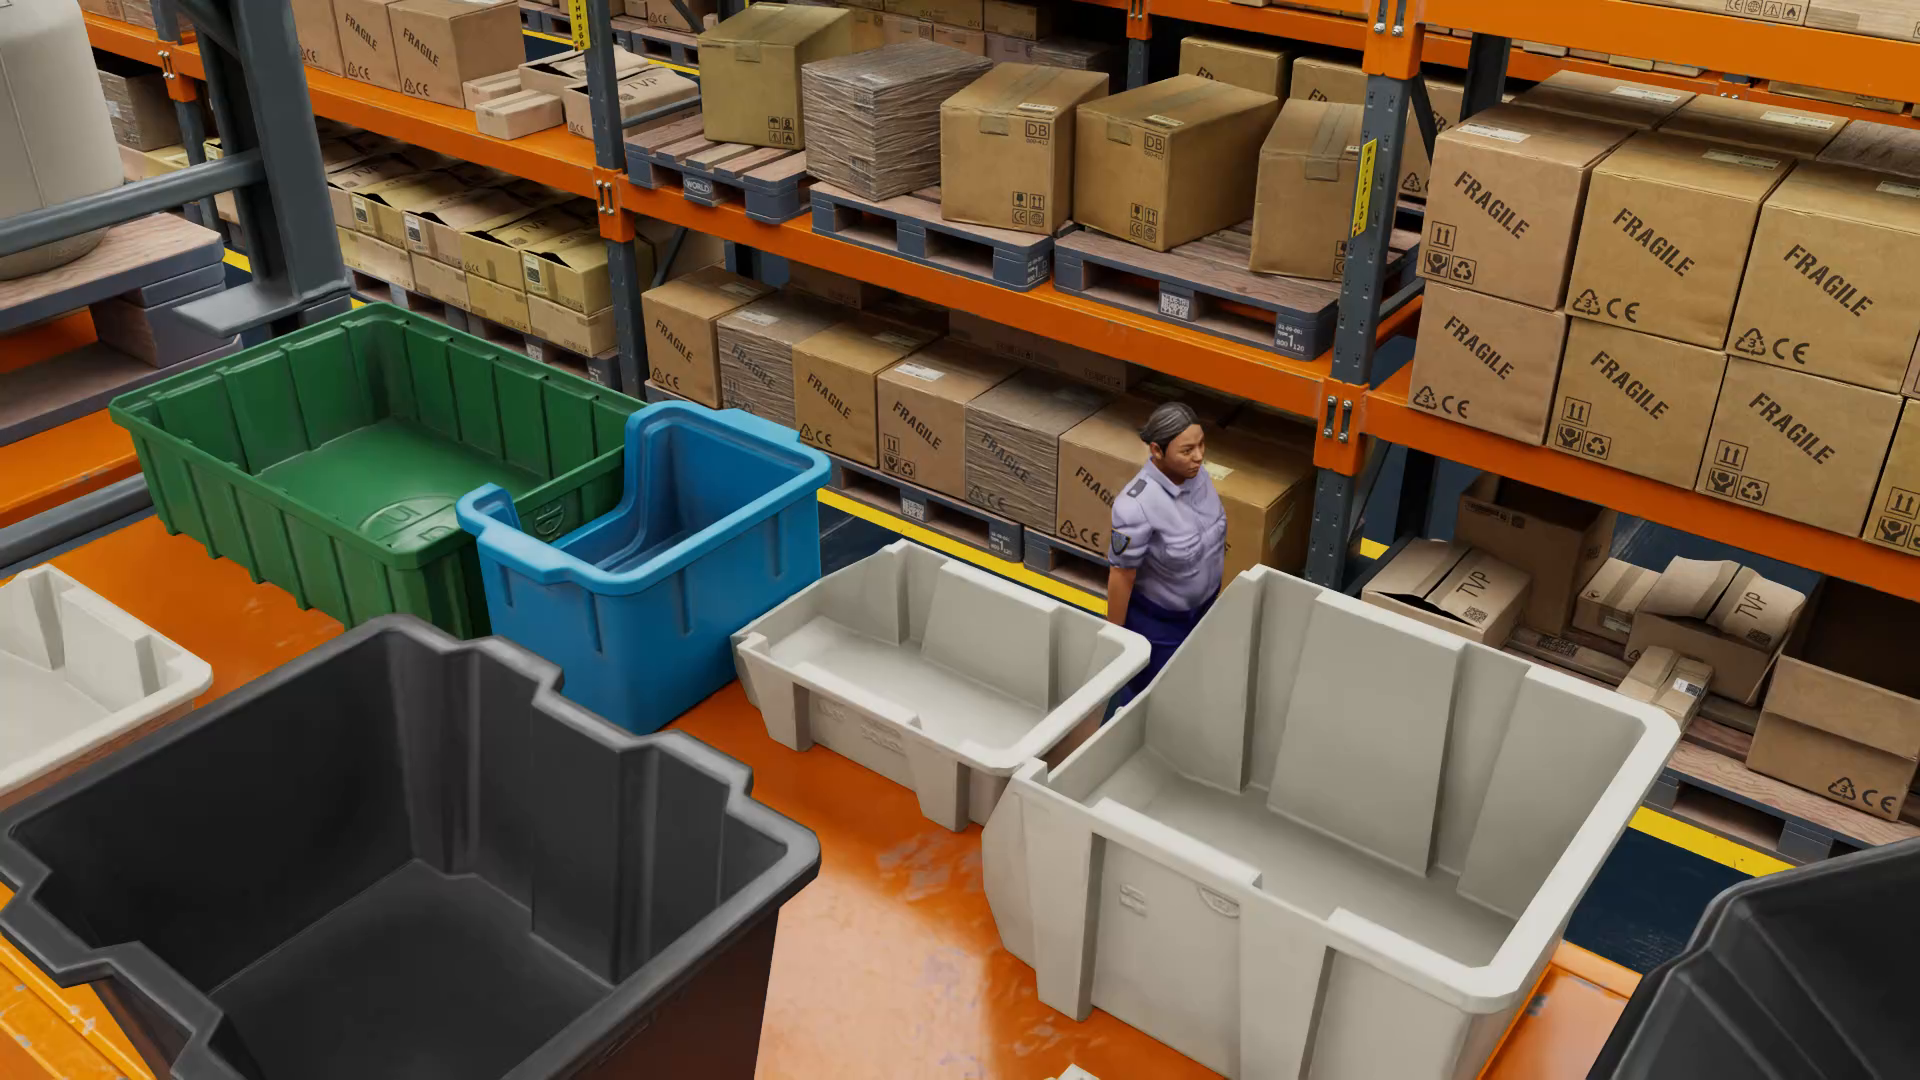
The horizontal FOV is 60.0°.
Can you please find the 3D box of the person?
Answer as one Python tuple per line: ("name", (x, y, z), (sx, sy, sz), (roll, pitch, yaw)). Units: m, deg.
("person", (0.793, 0.308, 5.628), (0.693, 1.635, 0.489), (21, 37, 30))
